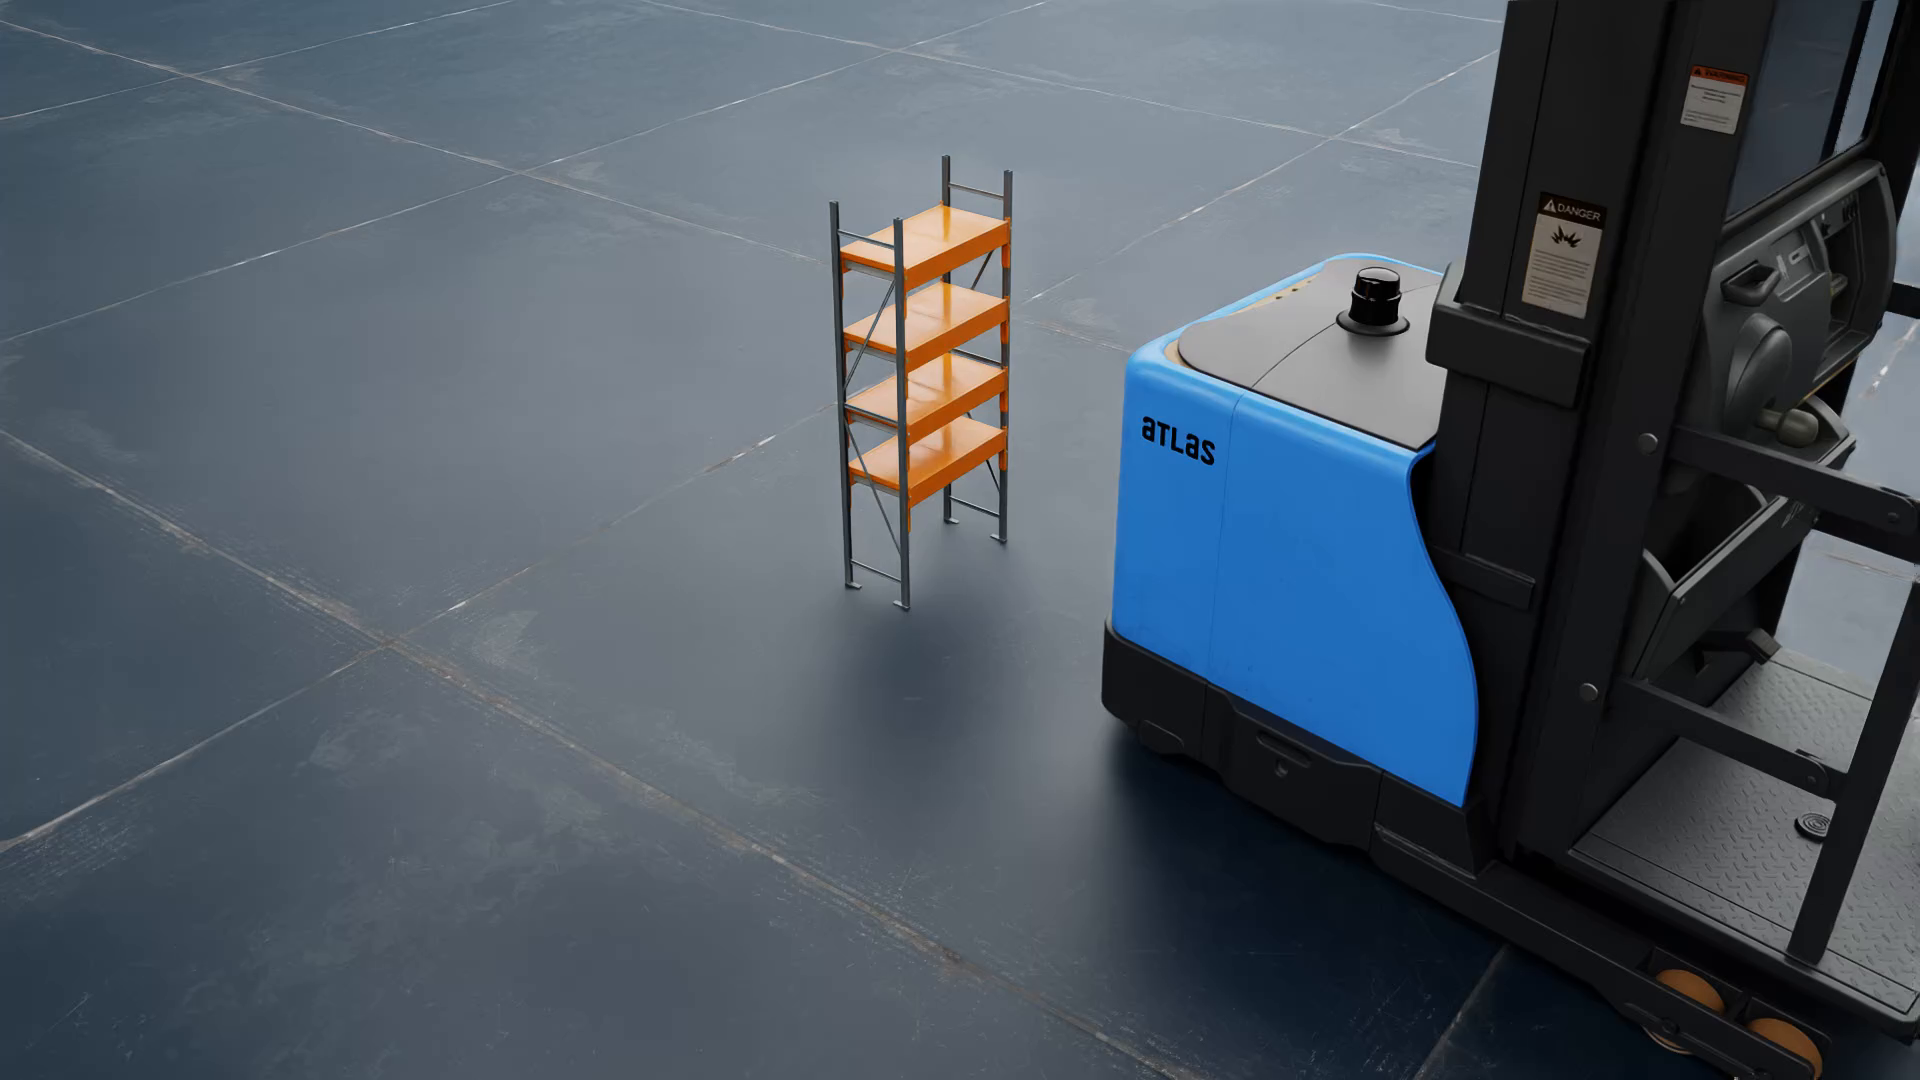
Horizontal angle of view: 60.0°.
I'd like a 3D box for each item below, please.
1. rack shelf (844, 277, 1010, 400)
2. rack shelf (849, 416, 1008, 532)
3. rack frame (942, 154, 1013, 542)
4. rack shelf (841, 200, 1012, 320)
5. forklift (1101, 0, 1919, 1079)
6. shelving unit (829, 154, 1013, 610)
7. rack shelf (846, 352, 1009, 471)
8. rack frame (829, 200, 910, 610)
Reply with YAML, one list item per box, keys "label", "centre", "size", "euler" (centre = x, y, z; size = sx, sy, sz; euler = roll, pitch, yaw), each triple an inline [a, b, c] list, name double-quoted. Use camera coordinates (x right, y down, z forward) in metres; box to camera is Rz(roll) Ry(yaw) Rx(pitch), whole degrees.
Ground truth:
- label: "rack shelf"
  centre: [-0.100, -0.583, 4.751]
  size: [0.258, 0.148, 0.480]
  euler: [21, 37, 31]
- label: "rack shelf"
  centre: [-0.100, -0.220, 4.966]
  size: [0.258, 0.148, 0.480]
  euler: [21, 37, 31]
- label: "rack frame"
  centre: [0.047, -0.548, 4.998]
  size: [0.240, 1.200, 0.015]
  euler: [21, 37, 31]
- label: "rack shelf"
  centre: [-0.100, -0.787, 4.630]
  size: [0.258, 0.148, 0.480]
  euler: [21, 37, 31]
- label: "forklift"
  centre: [1.780, -0.430, 3.100]
  size: [3.031, 2.935, 1.130]
  euler: [26, 40, 37]
- label: "shelving unit"
  centre: [-0.100, -0.449, 4.831]
  size: [0.258, 1.200, 0.503]
  euler: [21, 37, 31]
- label: "rack shelf"
  centre: [-0.100, -0.391, 4.865]
  size: [0.258, 0.148, 0.480]
  euler: [21, 37, 31]
- label: "rack frame"
  centre: [-0.247, -0.350, 4.663]
  size: [0.240, 1.200, 0.015]
  euler: [21, 37, 31]
